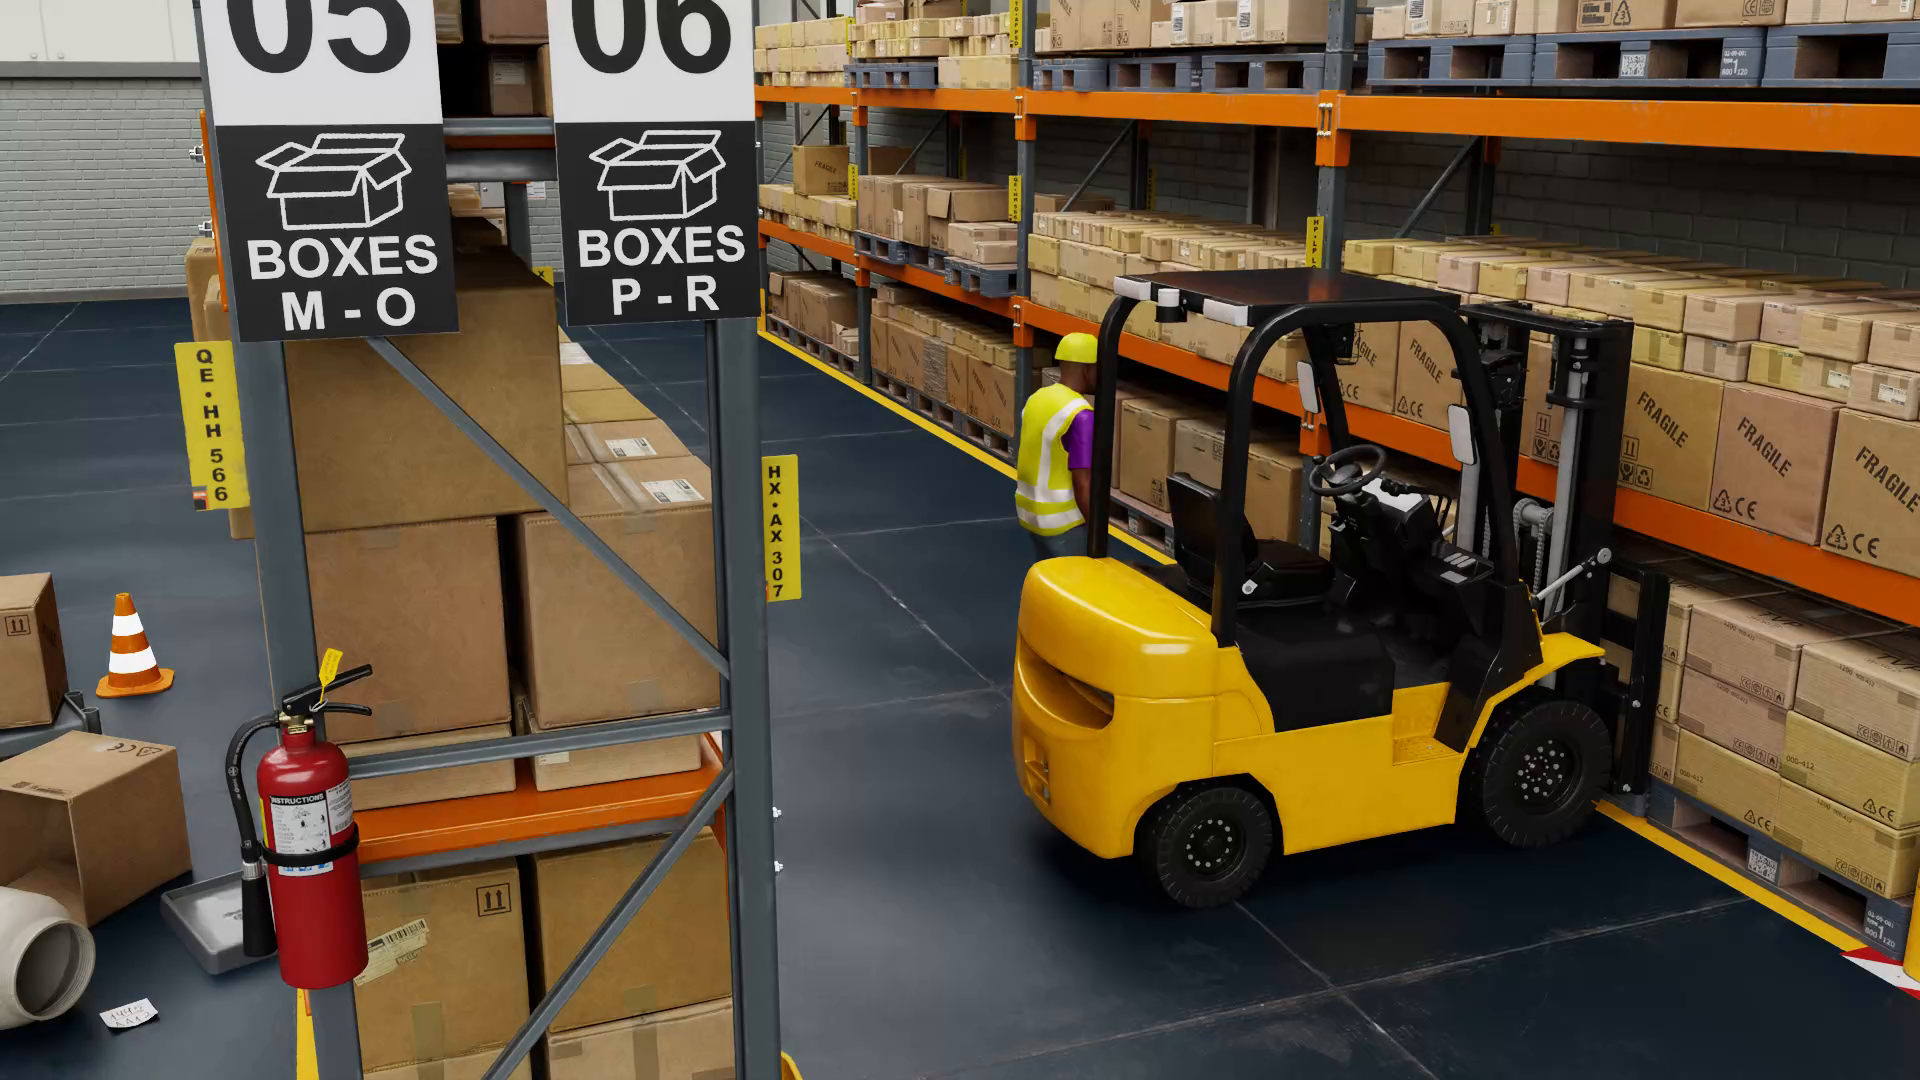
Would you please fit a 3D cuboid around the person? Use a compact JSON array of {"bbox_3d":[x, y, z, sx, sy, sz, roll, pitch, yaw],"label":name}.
[{"bbox_3d":[0.508,-0.093,7.827,0.457,1.761,0.629,-7,17,-22],"label":"person"}]
